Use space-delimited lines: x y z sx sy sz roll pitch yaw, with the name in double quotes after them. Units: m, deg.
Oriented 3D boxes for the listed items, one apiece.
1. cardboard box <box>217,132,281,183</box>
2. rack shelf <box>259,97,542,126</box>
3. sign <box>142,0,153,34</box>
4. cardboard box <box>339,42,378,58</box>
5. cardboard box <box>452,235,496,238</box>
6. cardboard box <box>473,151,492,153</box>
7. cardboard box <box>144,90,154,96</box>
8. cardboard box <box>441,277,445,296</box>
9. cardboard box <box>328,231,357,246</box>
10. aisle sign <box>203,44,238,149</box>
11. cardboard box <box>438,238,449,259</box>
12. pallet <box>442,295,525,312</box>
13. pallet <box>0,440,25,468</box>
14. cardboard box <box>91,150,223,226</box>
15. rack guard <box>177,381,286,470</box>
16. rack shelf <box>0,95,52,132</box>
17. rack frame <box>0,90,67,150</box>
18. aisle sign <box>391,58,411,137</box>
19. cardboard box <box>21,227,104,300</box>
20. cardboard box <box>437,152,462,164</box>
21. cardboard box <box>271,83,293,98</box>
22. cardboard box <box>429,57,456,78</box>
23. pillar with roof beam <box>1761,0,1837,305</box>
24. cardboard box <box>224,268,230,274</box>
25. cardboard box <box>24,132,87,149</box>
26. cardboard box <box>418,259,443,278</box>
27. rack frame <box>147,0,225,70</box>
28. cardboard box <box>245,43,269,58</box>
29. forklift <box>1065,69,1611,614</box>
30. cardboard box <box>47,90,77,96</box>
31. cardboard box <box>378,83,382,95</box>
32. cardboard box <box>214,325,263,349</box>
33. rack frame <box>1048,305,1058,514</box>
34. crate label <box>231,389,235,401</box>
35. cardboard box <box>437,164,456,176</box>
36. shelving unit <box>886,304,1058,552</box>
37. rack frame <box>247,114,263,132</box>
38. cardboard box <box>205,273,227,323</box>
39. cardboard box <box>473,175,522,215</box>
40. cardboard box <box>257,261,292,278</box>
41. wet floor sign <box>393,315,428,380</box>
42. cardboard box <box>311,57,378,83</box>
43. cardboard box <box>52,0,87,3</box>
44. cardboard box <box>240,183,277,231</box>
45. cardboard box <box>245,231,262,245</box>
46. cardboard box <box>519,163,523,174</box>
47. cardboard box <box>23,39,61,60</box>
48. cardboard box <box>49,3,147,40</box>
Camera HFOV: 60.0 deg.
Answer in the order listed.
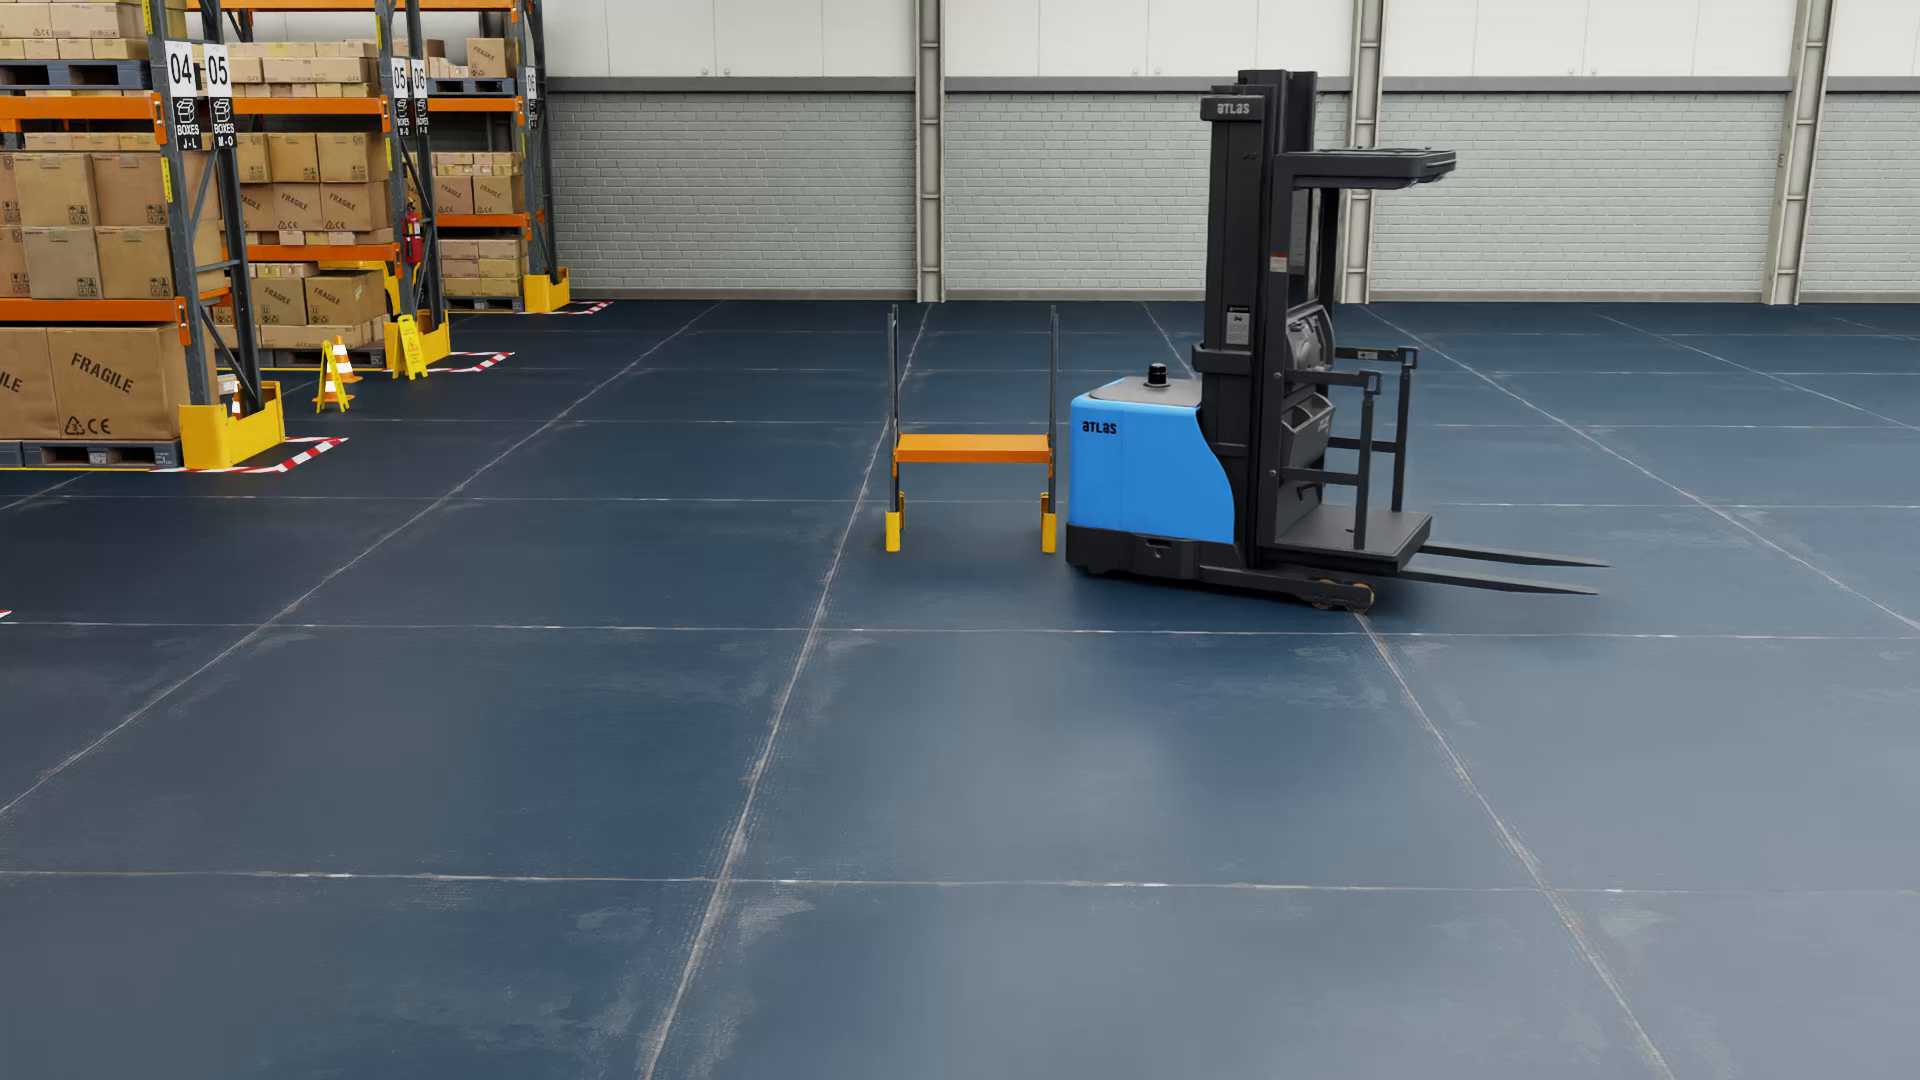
-7.394 -4.016 17.444 0.500 0.500 0.700 0 15 1 "cardboard box"
-7.736 -5.792 22.444 4.000 0.370 1.077 0 15 1 "rack shelf"
-5.913 -3.850 12.091 0.005 0.325 0.100 0 15 1 "sign"
-6.205 -5.052 17.158 0.250 0.149 0.380 1 15 2 "cardboard box"
-6.712 -4.087 23.059 0.500 0.250 0.500 0 15 2 "cardboard box"
-6.592 -5.248 22.799 0.250 0.149 0.380 1 15 2 "cardboard box"
-8.267 -4.670 17.274 0.250 0.149 0.380 0 15 0 "cardboard box"
-7.211 -3.484 22.732 0.500 0.250 0.500 1 15 2 "cardboard box"
-6.495 -3.211 17.621 0.250 0.149 0.380 0 15 1 "cardboard box"
-5.807 -3.481 13.057 0.004 0.787 0.394 0 15 1 "aisle sign"
-7.220 -3.960 22.575 0.500 0.250 0.500 1 15 2 "cardboard box"
-6.502 -3.323 23.020 1.213 0.211 1.003 0 15 1 "pallet"
-7.903 -0.793 13.433 1.213 0.211 1.003 0 15 1 "pallet"
-6.255 -2.755 12.990 0.550 0.550 0.875 0 15 1 "cardboard box"
-5.861 -0.939 13.419 0.348 0.500 1.175 0 15 1 "rack guard"
-11.858 -4.552 17.745 4.000 0.370 1.077 0 15 1 "rack shelf"
-9.859 -3.437 17.987 0.127 3.000 1.000 0 15 1 "rack frame"
-5.805 -4.593 17.274 0.004 0.787 0.394 0 15 1 "aisle sign"
-6.808 -2.209 13.039 0.550 0.550 0.875 0 15 1 "cardboard box"
-6.857 -5.140 22.392 0.250 0.149 0.380 0 15 2 "cardboard box"
-6.989 -4.693 17.360 0.250 0.149 0.380 0 15 2 "cardboard box"
-6.826 -6.243 21.987 0.258 0.266 0.396 0 15 2 "cardboard box"
11.474 -6.597 18.203 0.400 9.000 9.100 0 15 1 "pillar with roof beam"
-8.242 -2.732 18.410 0.500 0.500 0.500 1 15 4 "cardboard box"
-9.424 -4.054 17.588 0.500 0.500 0.700 0 15 1 "cardboard box"
-7.249 -3.719 22.644 0.500 0.250 0.500 0 15 0 "cardboard box"
-5.885 -5.048 12.335 0.127 3.000 1.000 0 15 1 "rack frame"
-7.214 -5.079 17.259 0.250 0.149 0.380 0 15 1 "cardboard box"
2.195 -1.161 9.495 3.031 2.935 1.130 7 16 25 "forklift"
-9.293 -4.685 17.328 0.250 0.149 0.380 0 15 1 "cardboard box"
-6.183 -4.825 17.859 0.250 0.149 0.380 0 15 1 "cardboard box"
-7.716 -2.228 17.973 0.500 0.250 0.500 0 15 -1 "cardboard box"
0.593 -0.721 10.634 0.032 1.500 0.500 0 15 1 "rack frame"
-6.799 -1.404 15.895 0.298 0.136 0.250 -8 17 -28 "crate label"
-6.852 -4.985 22.388 0.250 0.149 0.380 0 15 1 "cardboard box"
0.076 -0.725 10.647 1.083 1.500 0.587 0 15 1 "shelving unit"
-9.735 -4.703 22.784 0.127 3.000 1.000 0 15 1 "rack frame"
-8.222 -2.596 17.896 0.500 0.500 0.500 1 15 4 "cardboard box"
-6.235 -4.661 22.431 0.500 0.500 0.500 0 15 0 "cardboard box"
-7.287 -2.887 17.728 0.250 0.149 0.380 1 15 2 "cardboard box"
-5.697 -1.998 17.149 0.232 0.644 0.267 6 16 21 "wet floor sign"
-6.378 -4.867 17.238 0.500 0.250 0.500 0 15 1 "cardboard box"
-6.480 -4.031 12.270 0.250 0.149 0.380 0 15 2 "cardboard box"
-7.410 -3.545 17.617 0.500 0.500 0.500 0 15 1 "cardboard box"
-7.520 -3.228 17.686 0.250 0.149 0.380 0 15 1 "cardboard box"
-6.069 -5.107 22.849 0.250 0.149 0.380 0 15 0 "cardboard box"
-6.735 -3.647 12.377 0.250 0.149 0.380 1 15 2 "cardboard box"
-6.382 -3.853 12.375 0.500 0.250 0.500 1 15 2 "cardboard box"
